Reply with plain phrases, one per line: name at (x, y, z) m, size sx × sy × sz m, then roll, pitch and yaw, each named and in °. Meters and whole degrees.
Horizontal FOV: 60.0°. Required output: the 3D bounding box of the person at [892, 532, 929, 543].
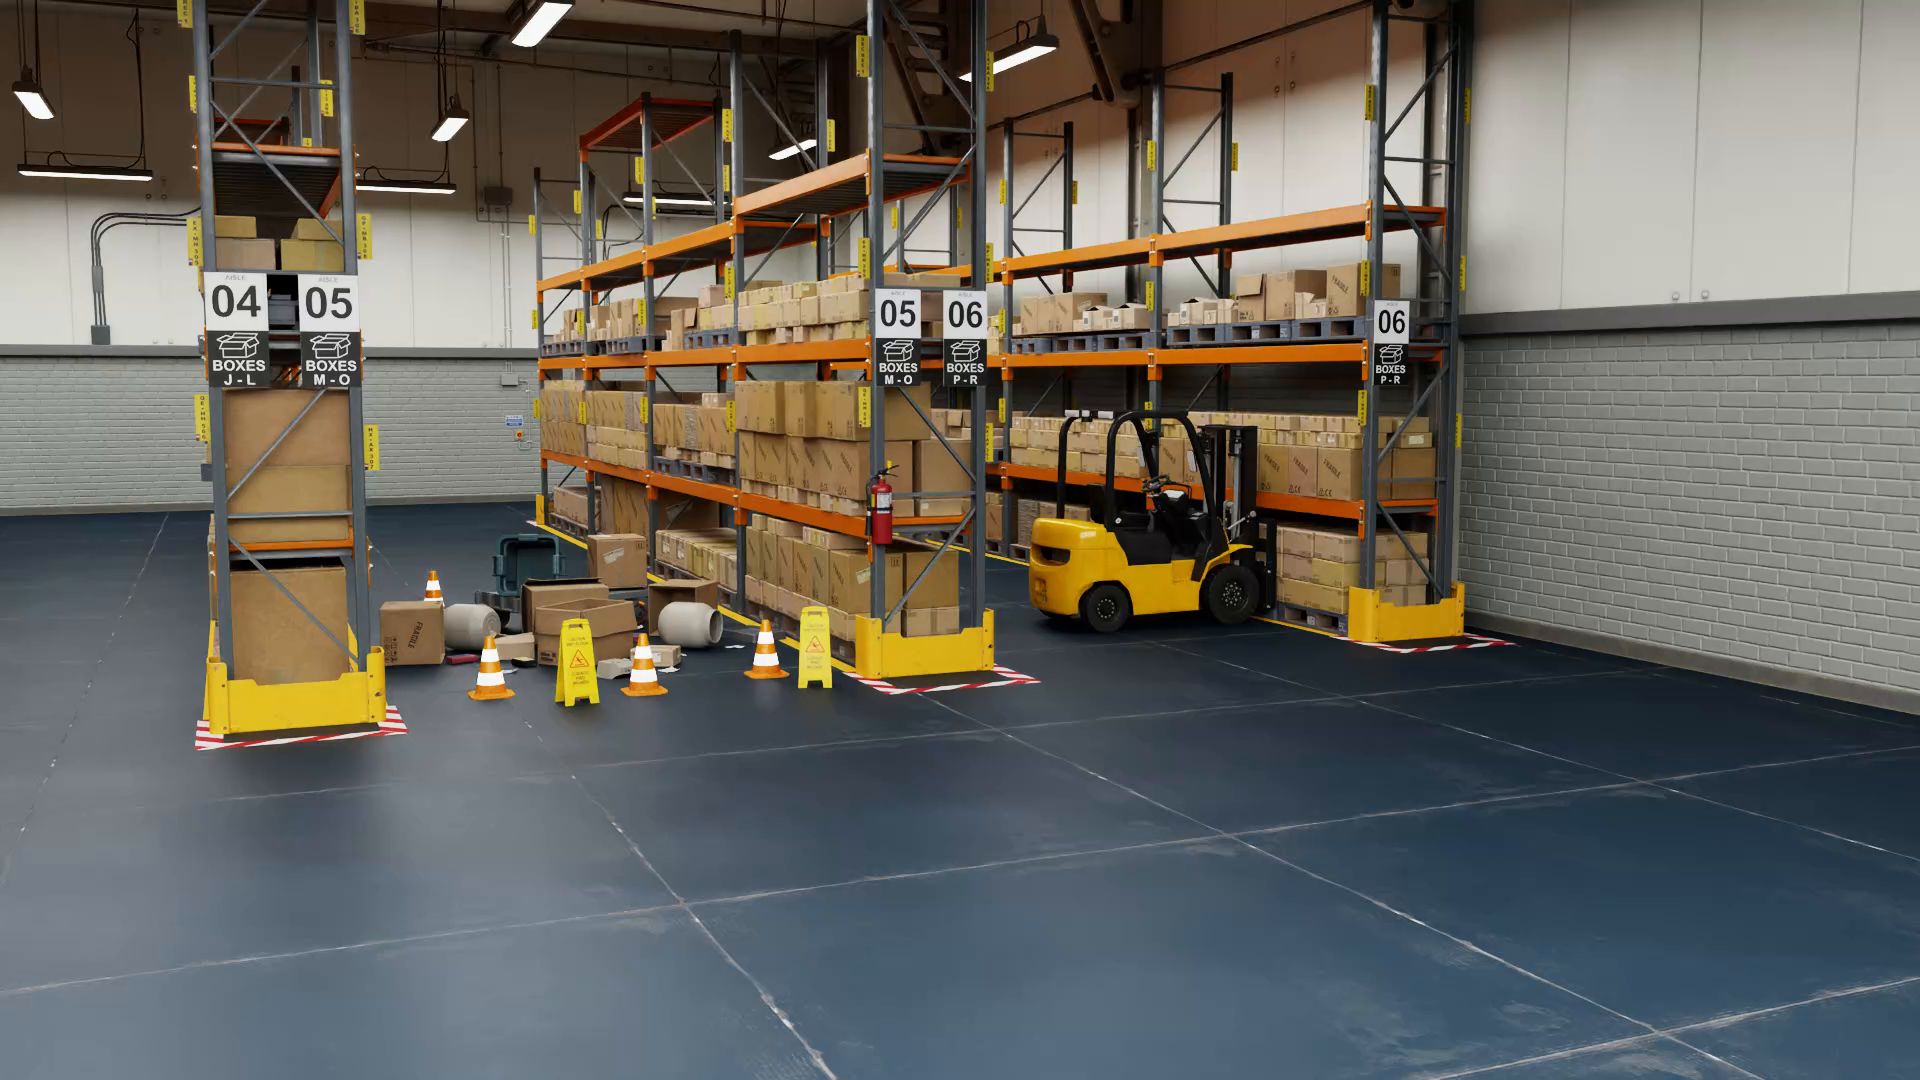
person at (-0.565, -0.140, 18.503) m, size 0.500 × 1.719 × 0.387 m, roll -3°, pitch 6°, yaw -30°
